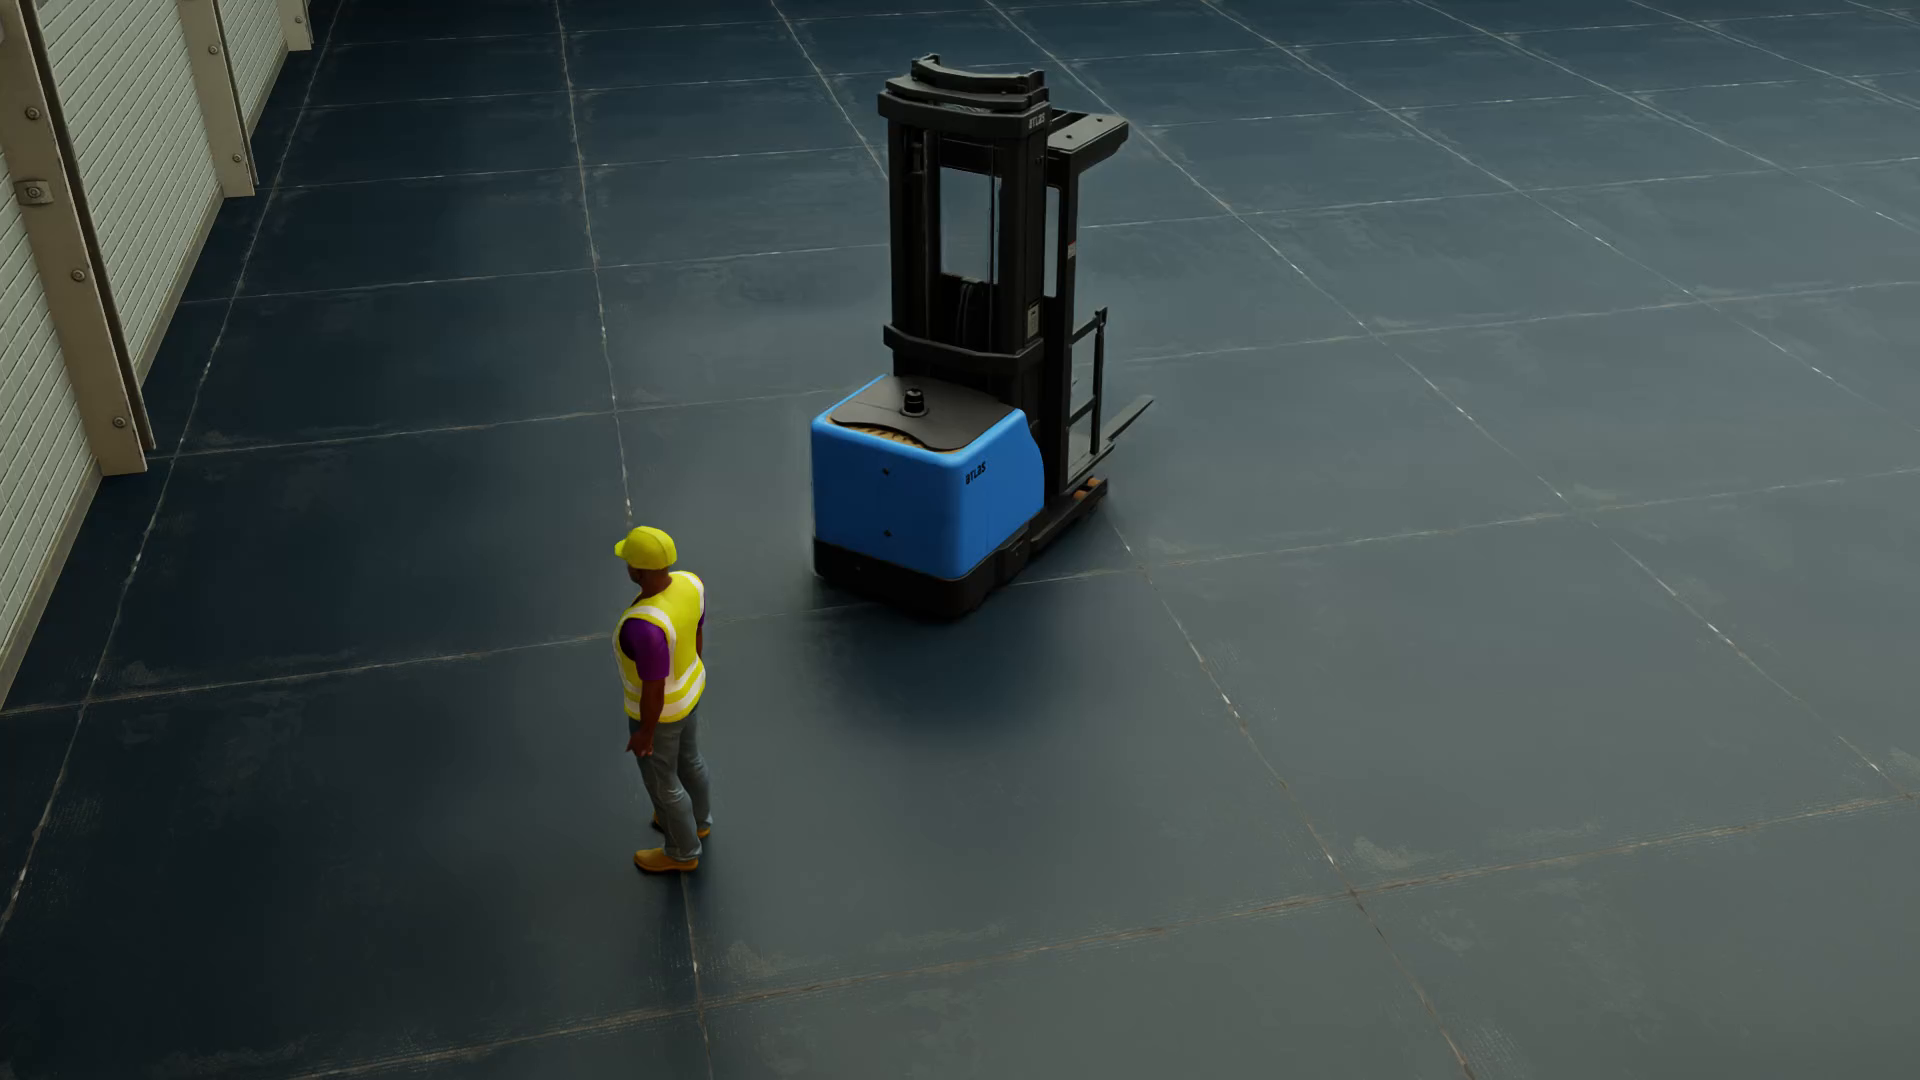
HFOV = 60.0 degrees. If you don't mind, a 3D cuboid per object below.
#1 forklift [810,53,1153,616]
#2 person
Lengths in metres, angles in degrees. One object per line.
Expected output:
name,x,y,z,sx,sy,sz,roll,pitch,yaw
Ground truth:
forklift,0.310,-1.533,10.222,1.130,2.935,3.031,17,34,26
person,-1.353,0.712,7.509,0.387,1.771,0.614,8,31,13
